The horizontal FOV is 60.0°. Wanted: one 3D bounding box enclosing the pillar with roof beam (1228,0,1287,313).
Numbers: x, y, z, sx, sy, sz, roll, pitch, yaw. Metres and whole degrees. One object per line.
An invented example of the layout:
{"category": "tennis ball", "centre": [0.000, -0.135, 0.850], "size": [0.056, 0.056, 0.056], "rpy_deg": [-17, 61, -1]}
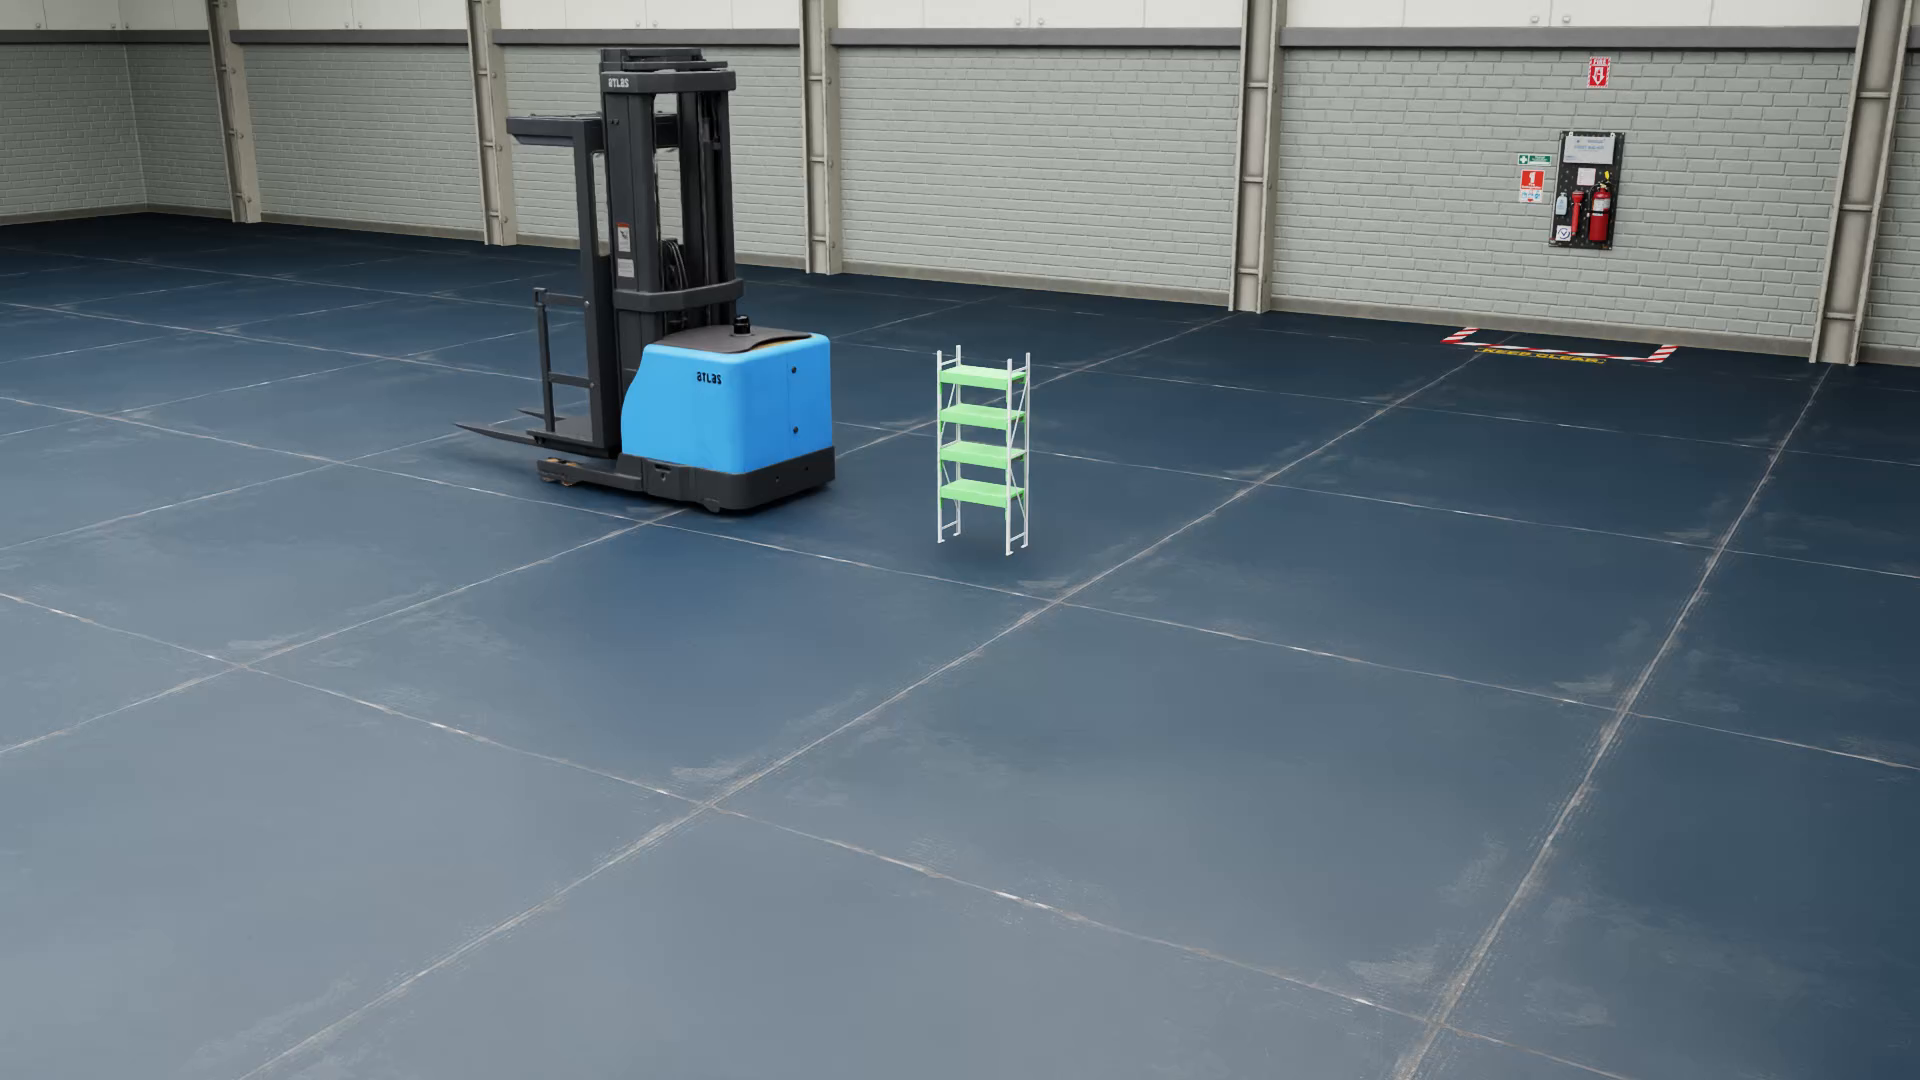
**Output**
{"category": "pillar with roof beam", "centre": [1.064, -5.874, 14.236], "size": [0.400, 9.000, 9.100], "rpy_deg": [10, 20, 30]}

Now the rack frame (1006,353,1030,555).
{"category": "rack frame", "centre": [0.349, -0.512, 10.002], "size": [0.015, 1.200, 0.240], "rpy_deg": [10, 20, 30]}

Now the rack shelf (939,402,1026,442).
{"category": "rack shelf", "centre": [0.141, -0.717, 10.073], "size": [0.480, 0.148, 0.258], "rpy_deg": [10, 20, 30]}

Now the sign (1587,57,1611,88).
{"category": "sign", "centre": [6.389, -4.677, 16.630], "size": [0.199, 0.298, 0.001], "rpy_deg": [10, 20, 30]}

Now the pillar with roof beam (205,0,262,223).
{"category": "pillar with roof beam", "centre": [-14.274, -8.612, 23.250], "size": [0.400, 9.000, 9.100], "rpy_deg": [10, 20, 30]}

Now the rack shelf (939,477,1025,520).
{"category": "rack shelf", "centre": [0.141, -0.258, 10.212], "size": [0.480, 0.148, 0.258], "rpy_deg": [10, 20, 30]}

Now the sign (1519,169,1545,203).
{"category": "sign", "centre": [5.926, -3.669, 17.238], "size": [0.234, 0.329, 0.001], "rpy_deg": [10, 20, 30]}

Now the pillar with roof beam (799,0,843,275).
{"category": "pillar with roof beam", "centre": [-4.049, -6.787, 17.241], "size": [0.400, 9.000, 9.100], "rpy_deg": [10, 20, 30]}

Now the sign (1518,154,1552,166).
{"category": "sign", "centre": [5.926, -3.920, 17.151], "size": [0.331, 0.109, 0.001], "rpy_deg": [10, 20, 30]}

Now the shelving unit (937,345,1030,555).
{"category": "shelving unit", "centre": [0.141, -0.549, 10.124], "size": [0.503, 1.200, 0.258], "rpy_deg": [10, 20, 30]}

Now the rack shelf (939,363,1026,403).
{"category": "rack shelf", "centre": [0.141, -0.947, 10.003], "size": [0.480, 0.148, 0.258], "rpy_deg": [10, 20, 30]}

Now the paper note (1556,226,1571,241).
{"category": "paper note", "centre": [6.229, -3.165, 17.155], "size": [0.142, 0.148, 0.016], "rpy_deg": [10, 20, 30]}

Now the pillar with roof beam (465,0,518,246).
{"category": "pillar with roof beam", "centre": [-9.162, -7.699, 20.245], "size": [0.400, 9.000, 9.100], "rpy_deg": [10, 20, 30]}

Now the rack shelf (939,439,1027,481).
{"category": "rack shelf", "centre": [0.141, -0.488, 10.142], "size": [0.480, 0.148, 0.258], "rpy_deg": [10, 20, 30]}

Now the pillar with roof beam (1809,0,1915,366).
{"category": "pillar with roof beam", "centre": [6.176, -4.961, 11.232], "size": [0.400, 9.000, 9.100], "rpy_deg": [10, 20, 30]}

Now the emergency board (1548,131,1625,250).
{"category": "emergency board", "centre": [6.344, -3.542, 16.882], "size": [0.643, 1.169, 0.194], "rpy_deg": [10, 20, 30]}

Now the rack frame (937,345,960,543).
{"category": "rack frame", "centre": [-0.067, -0.586, 10.246], "size": [0.015, 1.200, 0.240], "rpy_deg": [10, 20, 30]}

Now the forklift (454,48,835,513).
{"category": "forklift", "centre": [-2.368, -1.892, 11.567], "size": [3.031, 2.935, 1.130], "rpy_deg": [11, 20, 33]}
